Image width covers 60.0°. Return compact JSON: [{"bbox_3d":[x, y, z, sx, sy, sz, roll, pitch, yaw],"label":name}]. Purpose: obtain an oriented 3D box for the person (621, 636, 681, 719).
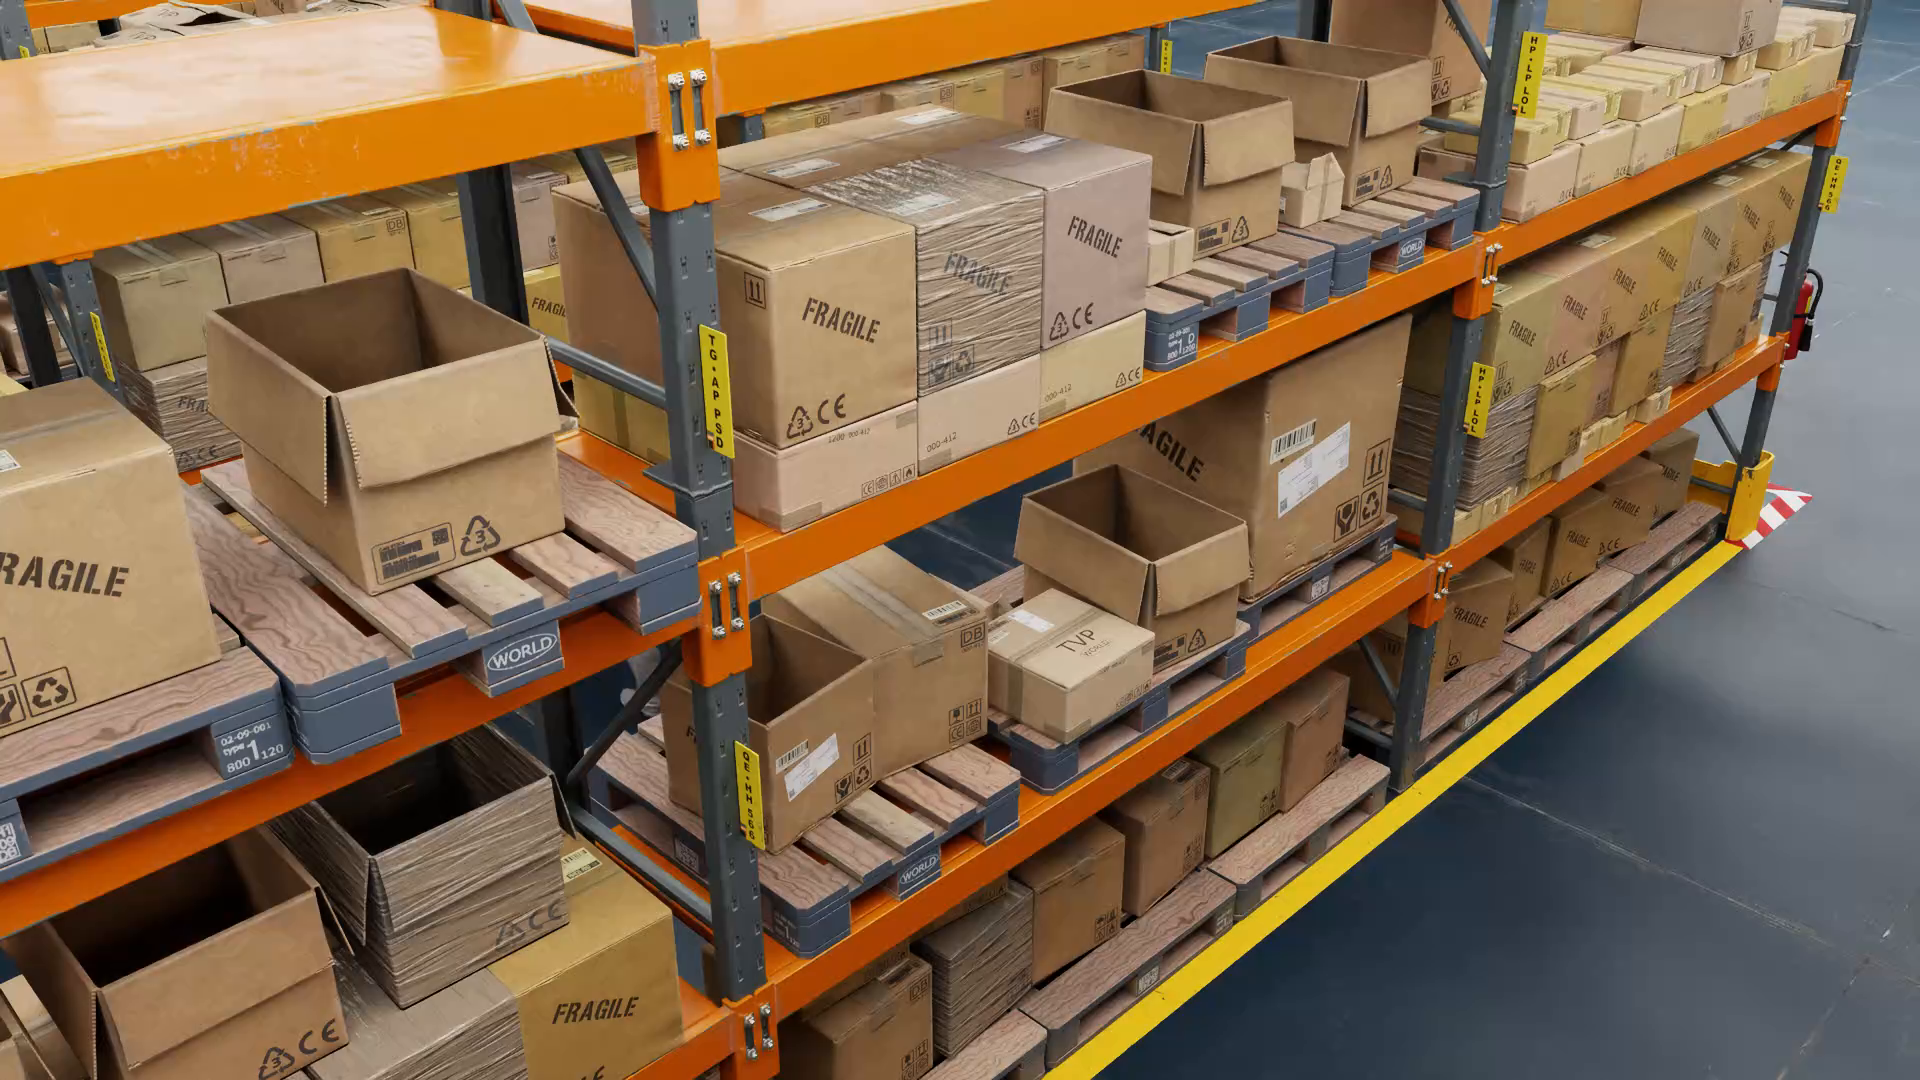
[{"bbox_3d":[-1.648,0.070,8.538,0.637,1.693,0.469,24,36,38],"label":"person"}]
